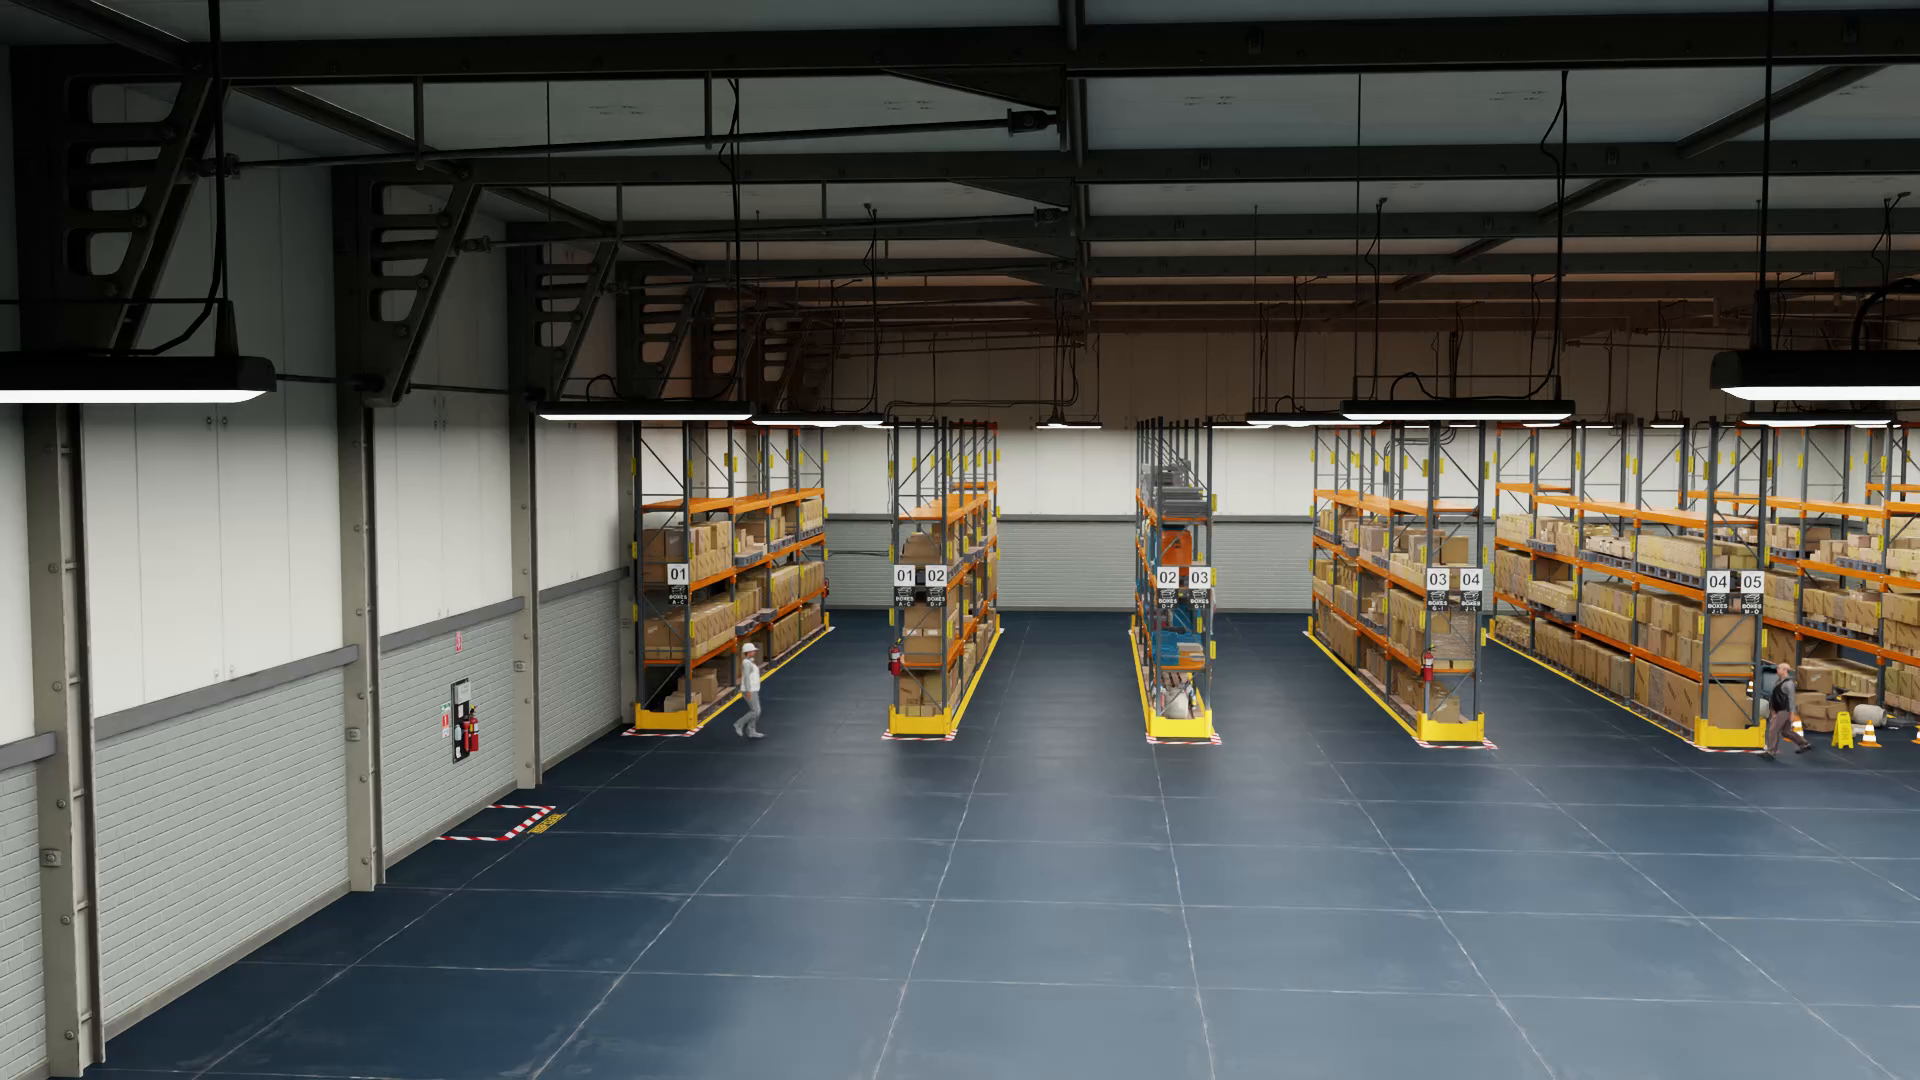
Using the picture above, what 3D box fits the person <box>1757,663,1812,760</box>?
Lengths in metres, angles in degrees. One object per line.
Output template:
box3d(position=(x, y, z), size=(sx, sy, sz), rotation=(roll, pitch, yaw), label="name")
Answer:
box3d(position=(14.396, 2.984, 28.974), size=(0.999, 1.686, 0.543), rotation=(0, 4, 4), label="person")

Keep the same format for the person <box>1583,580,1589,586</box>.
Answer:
box3d(position=(17.088, 1.935, 45.281), size=(0.459, 1.672, 0.487), rotation=(-1, 4, -21), label="person")

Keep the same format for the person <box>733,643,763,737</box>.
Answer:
box3d(position=(-3.938, 2.798, 30.935), size=(0.532, 1.766, 0.555), rotation=(0, 4, 1), label="person")

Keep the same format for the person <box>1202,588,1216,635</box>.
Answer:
box3d(position=(6.988, 1.879, 46.871), size=(0.499, 1.533, 0.998), rotation=(0, 4, 3), label="person")
